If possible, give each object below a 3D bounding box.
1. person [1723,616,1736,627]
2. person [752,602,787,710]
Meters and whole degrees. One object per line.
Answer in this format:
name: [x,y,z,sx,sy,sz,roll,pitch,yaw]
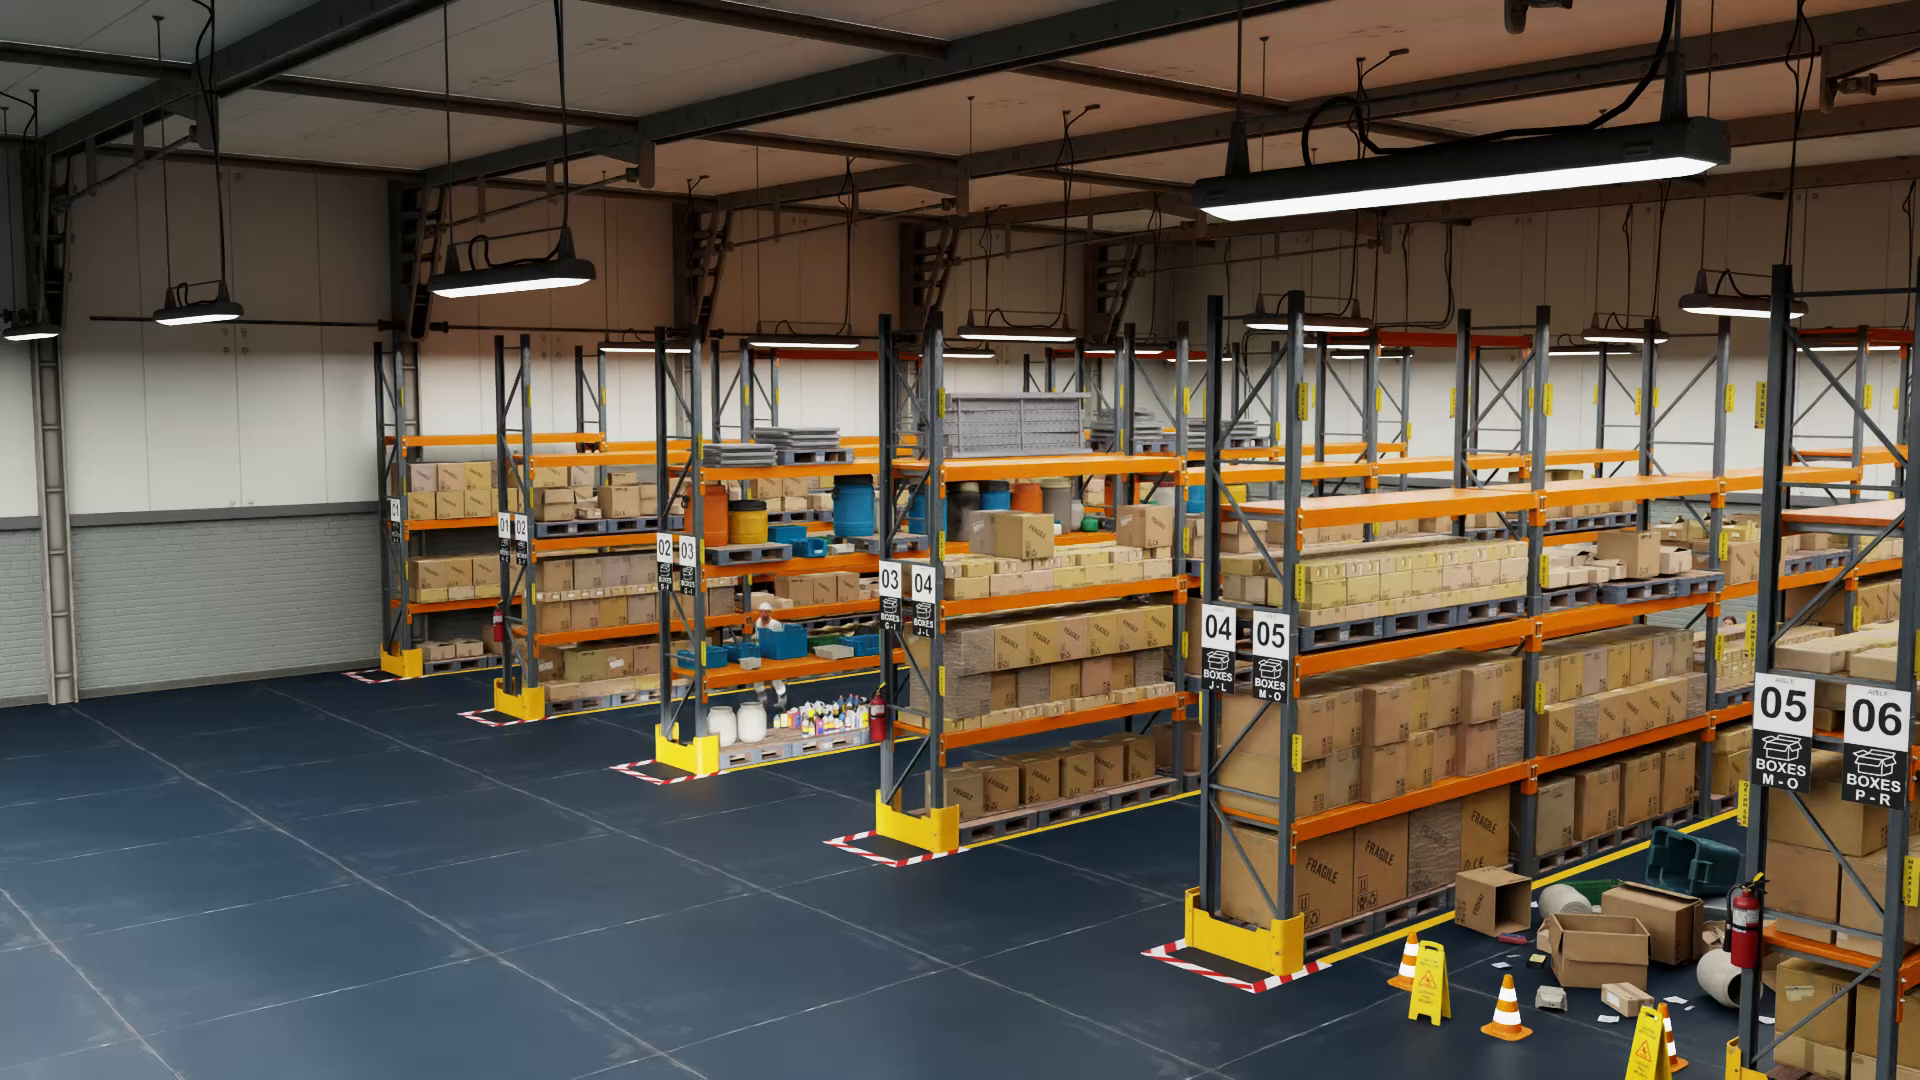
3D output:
person: [12.188,1.978,26.330,0.552,1.603,0.617,4,6,35]
person: [-3.062,1.891,26.539,0.577,1.817,0.797,2,6,25]
